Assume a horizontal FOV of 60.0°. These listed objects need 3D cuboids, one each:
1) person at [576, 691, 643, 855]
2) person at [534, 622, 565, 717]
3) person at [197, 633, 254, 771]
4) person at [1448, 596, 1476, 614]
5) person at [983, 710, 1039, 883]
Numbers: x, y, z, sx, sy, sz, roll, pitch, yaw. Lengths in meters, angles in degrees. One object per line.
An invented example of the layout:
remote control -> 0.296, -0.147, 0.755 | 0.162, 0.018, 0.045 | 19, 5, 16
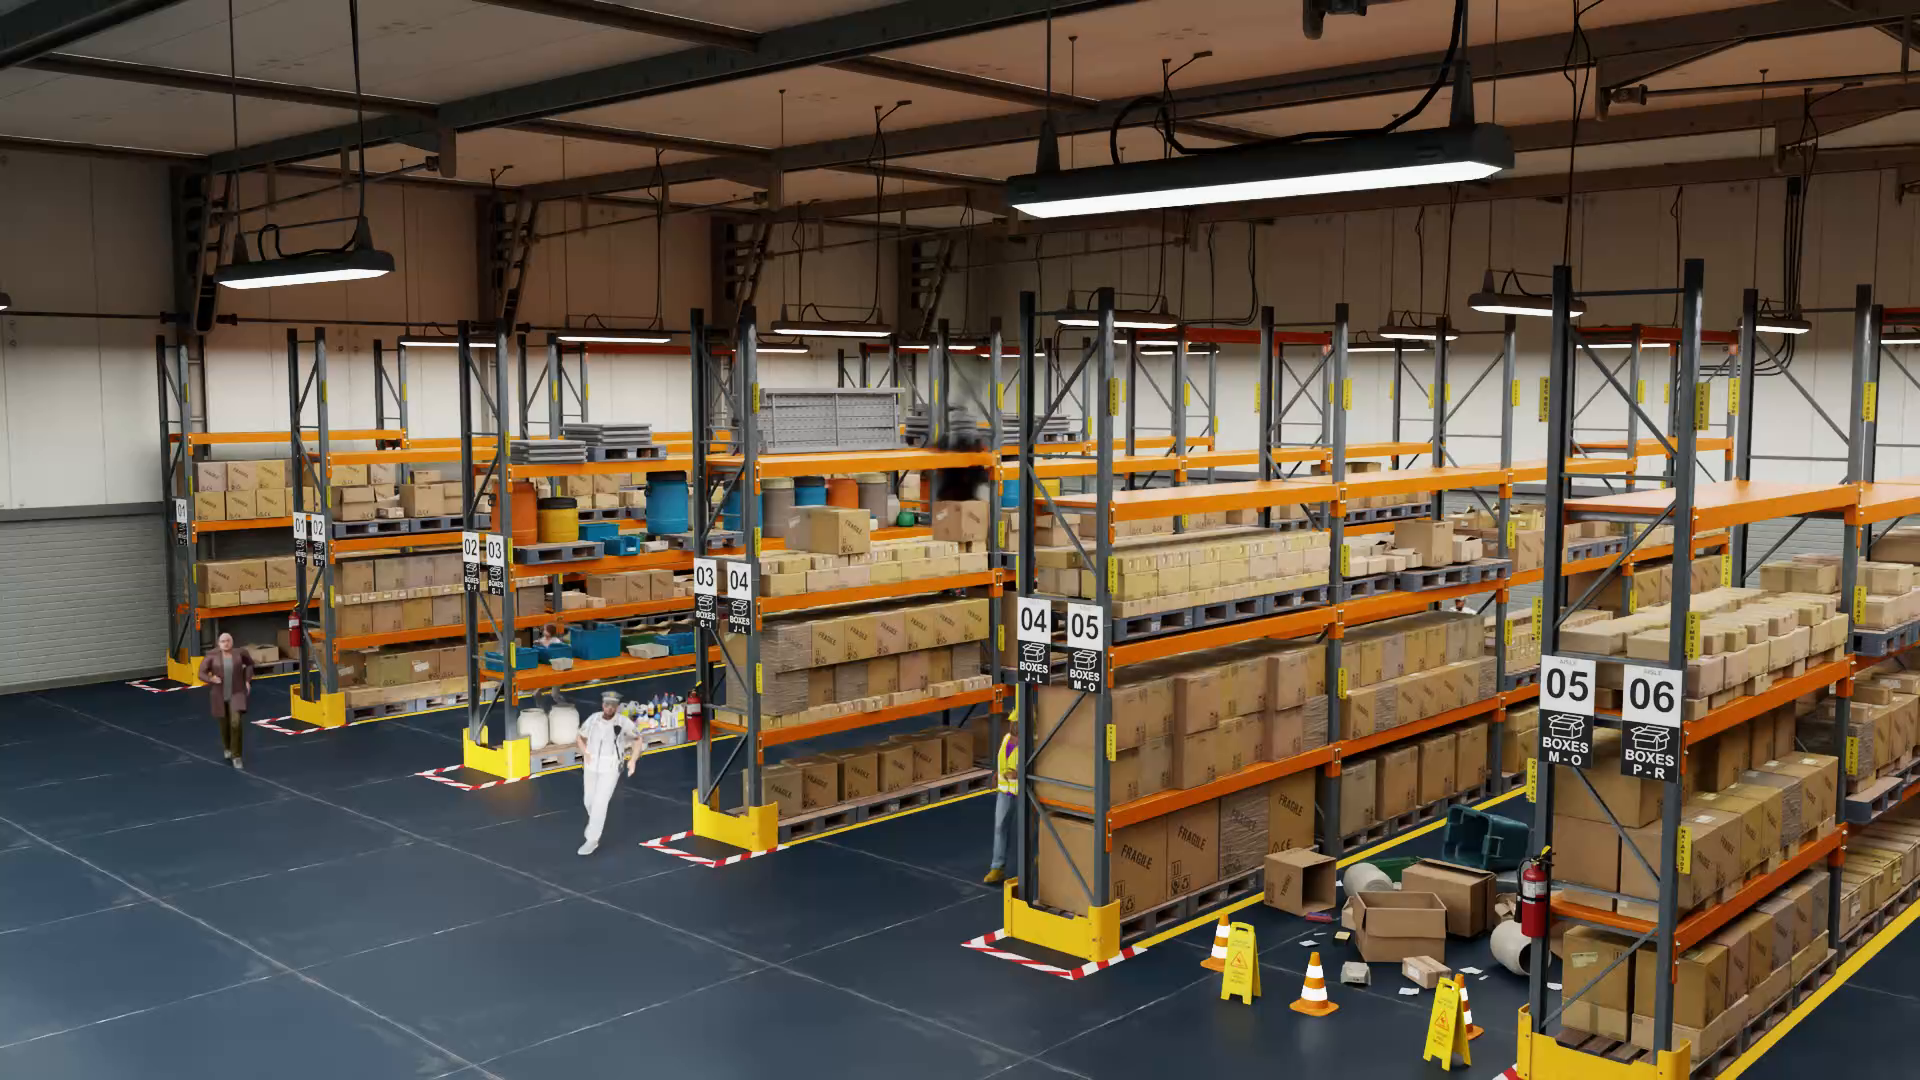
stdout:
person -> -3.939, 2.544, 18.551 | 0.738, 1.761, 0.899 | 1, 5, 7
person -> -6.128, 2.037, 24.885 | 0.519, 1.644, 0.722 | 2, 6, 23
person -> -9.938, 2.162, 22.528 | 0.681, 1.835, 0.880 | -2, 6, -20
person -> 8.395, 1.726, 27.961 | 0.565, 1.666, 0.691 | 5, 7, 41
person -> 0.599, 2.626, 17.340 | 0.715, 1.749, 0.988 | 4, 7, 39
